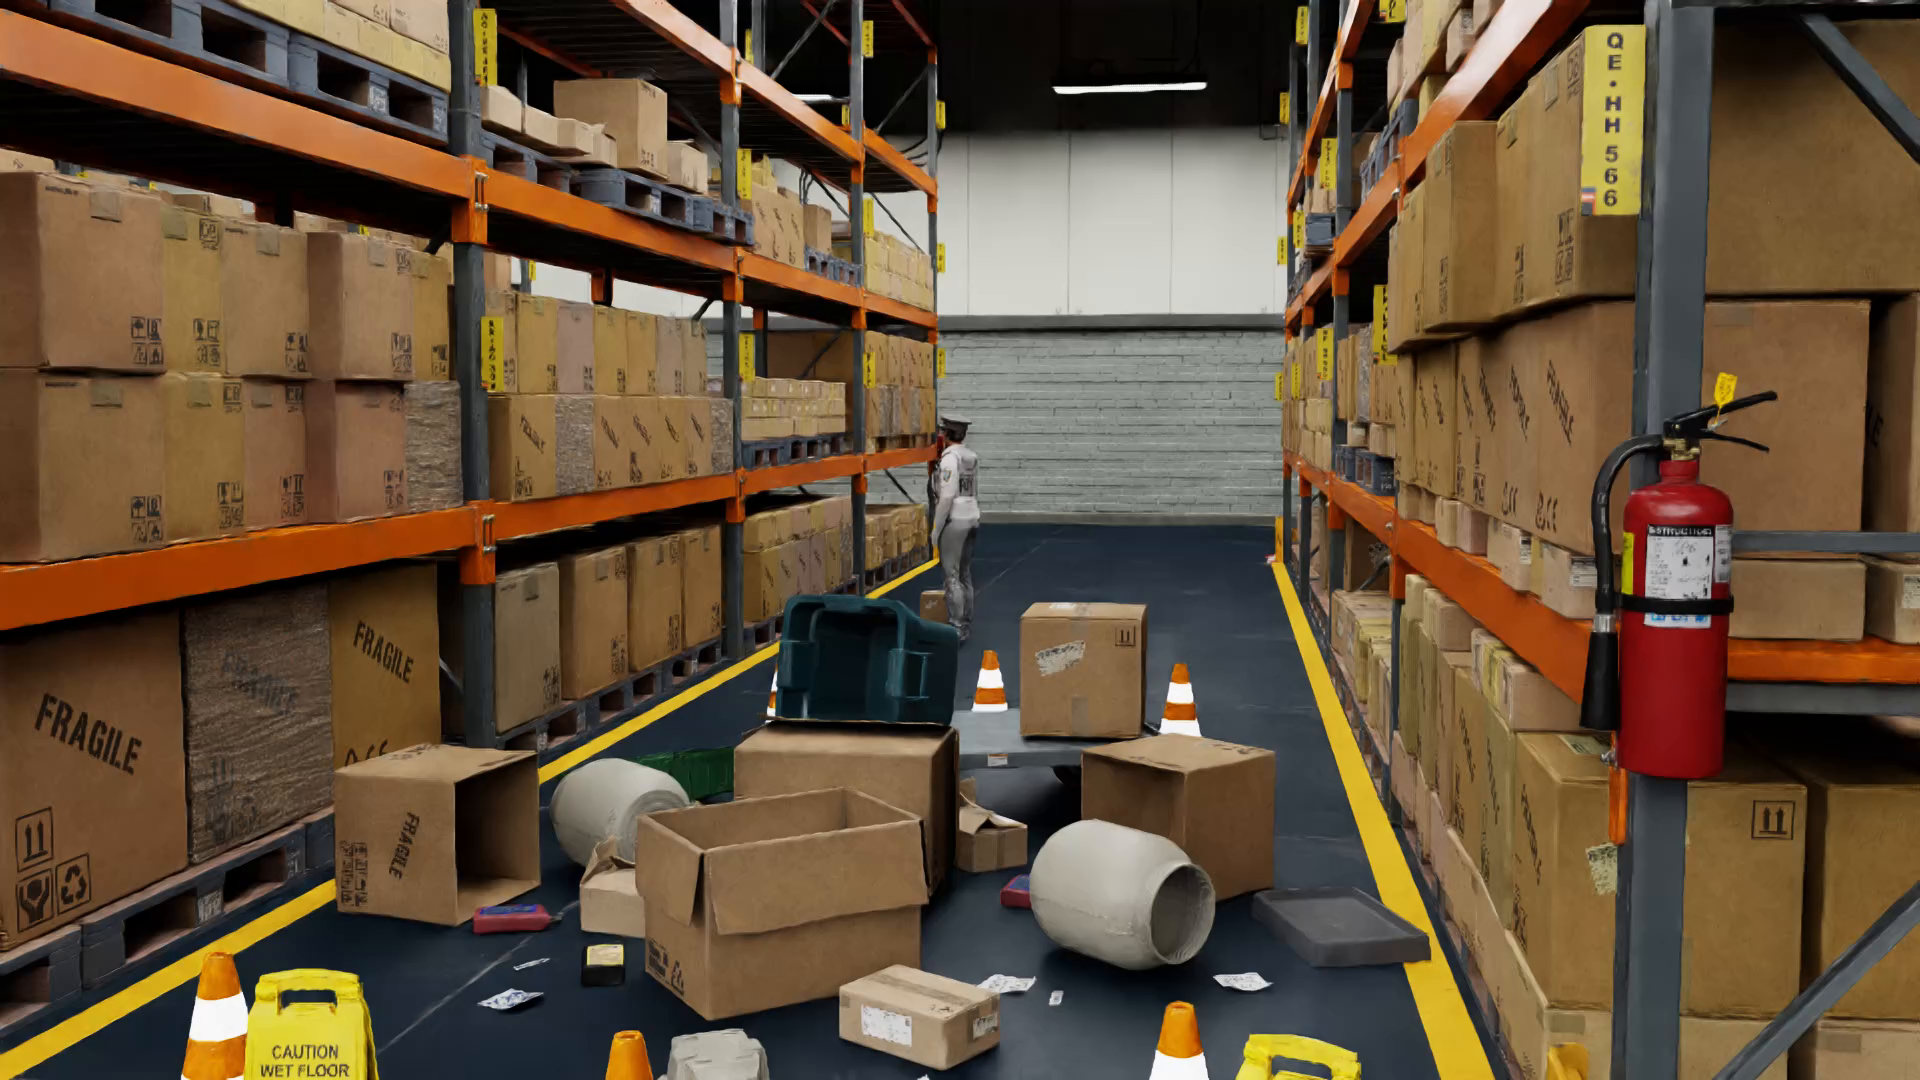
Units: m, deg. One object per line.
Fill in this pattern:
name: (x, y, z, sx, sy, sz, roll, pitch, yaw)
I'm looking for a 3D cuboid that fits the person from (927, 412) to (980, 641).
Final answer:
person: (-0.050, -0.075, 12.225, 0.377, 1.721, 0.534, 2, 5, 25)
